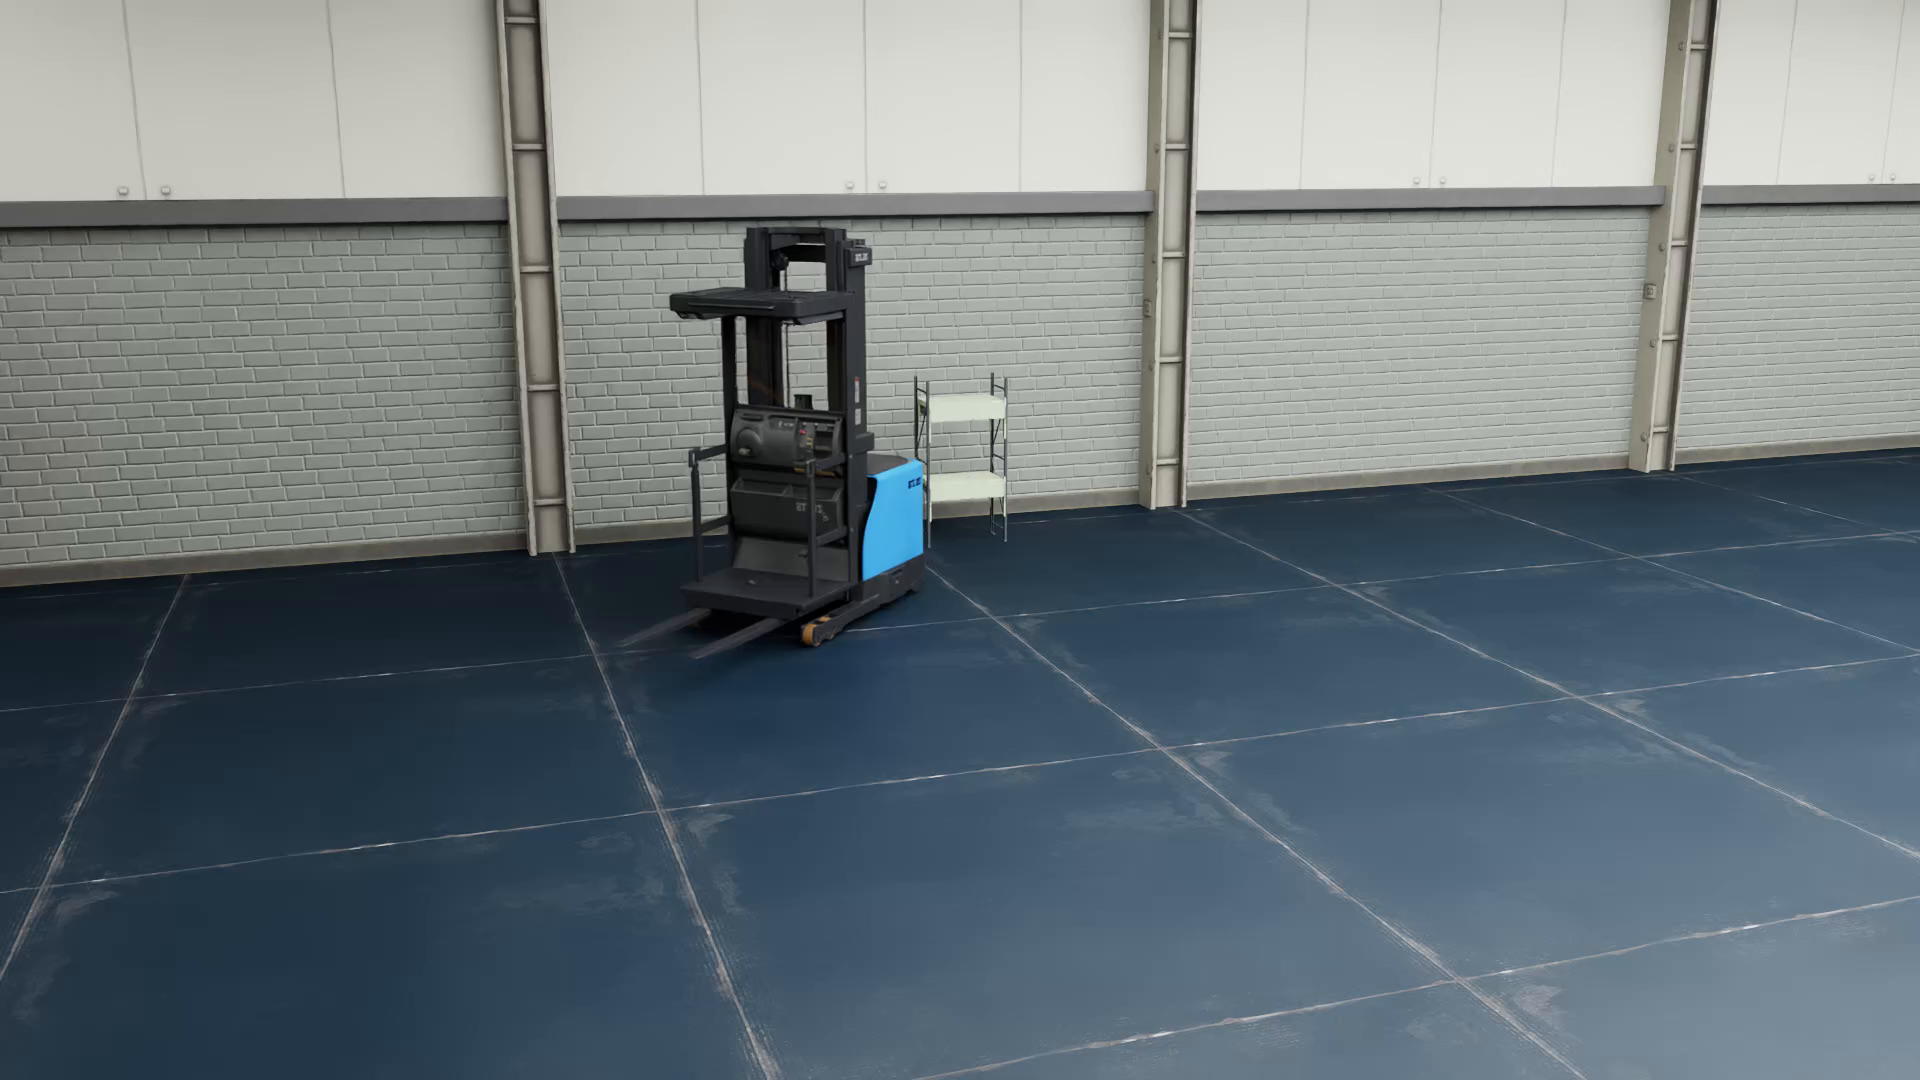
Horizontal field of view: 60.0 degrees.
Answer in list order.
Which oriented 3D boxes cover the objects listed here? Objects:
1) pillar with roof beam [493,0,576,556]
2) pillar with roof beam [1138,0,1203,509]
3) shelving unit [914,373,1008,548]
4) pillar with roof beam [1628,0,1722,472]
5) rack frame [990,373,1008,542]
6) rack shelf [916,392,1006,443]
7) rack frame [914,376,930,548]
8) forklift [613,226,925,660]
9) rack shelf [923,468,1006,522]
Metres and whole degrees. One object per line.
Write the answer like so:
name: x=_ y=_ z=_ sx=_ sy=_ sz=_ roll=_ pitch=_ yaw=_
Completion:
pillar with roof beam: x=-2.281 y=-3.344 z=9.861 sx=0.400 sy=9.000 sz=9.100 roll=-4 pitch=14 yaw=-18
pillar with roof beam: x=3.406 y=-3.787 z=11.723 sx=0.400 sy=9.000 sz=9.100 roll=-4 pitch=14 yaw=-18
shelving unit: x=0.006 y=-0.730 z=15.079 sx=0.755 sy=1.500 sz=0.431 roll=-4 pitch=14 yaw=-18
pillar with roof beam: x=9.092 y=-4.229 z=13.585 sx=0.400 sy=9.000 sz=9.100 roll=-4 pitch=14 yaw=-18
rack frame: x=0.353 y=-0.757 z=15.192 sx=0.023 sy=1.500 sz=0.400 roll=-4 pitch=14 yaw=-18
rack shelf: x=0.006 y=-1.110 z=14.988 sx=0.720 sy=0.370 sz=0.431 roll=-4 pitch=14 yaw=-18
rack frame: x=-0.341 y=-0.703 z=14.965 sx=0.023 sy=1.500 sz=0.400 roll=-4 pitch=14 yaw=-18
forklift: x=-1.385 y=-0.772 z=12.162 sx=1.130 sy=2.935 sz=3.031 roll=6 pitch=15 yaw=25
rack shelf: x=0.006 y=-0.413 z=15.154 sx=0.720 sy=0.370 sz=0.431 roll=-4 pitch=14 yaw=-18
